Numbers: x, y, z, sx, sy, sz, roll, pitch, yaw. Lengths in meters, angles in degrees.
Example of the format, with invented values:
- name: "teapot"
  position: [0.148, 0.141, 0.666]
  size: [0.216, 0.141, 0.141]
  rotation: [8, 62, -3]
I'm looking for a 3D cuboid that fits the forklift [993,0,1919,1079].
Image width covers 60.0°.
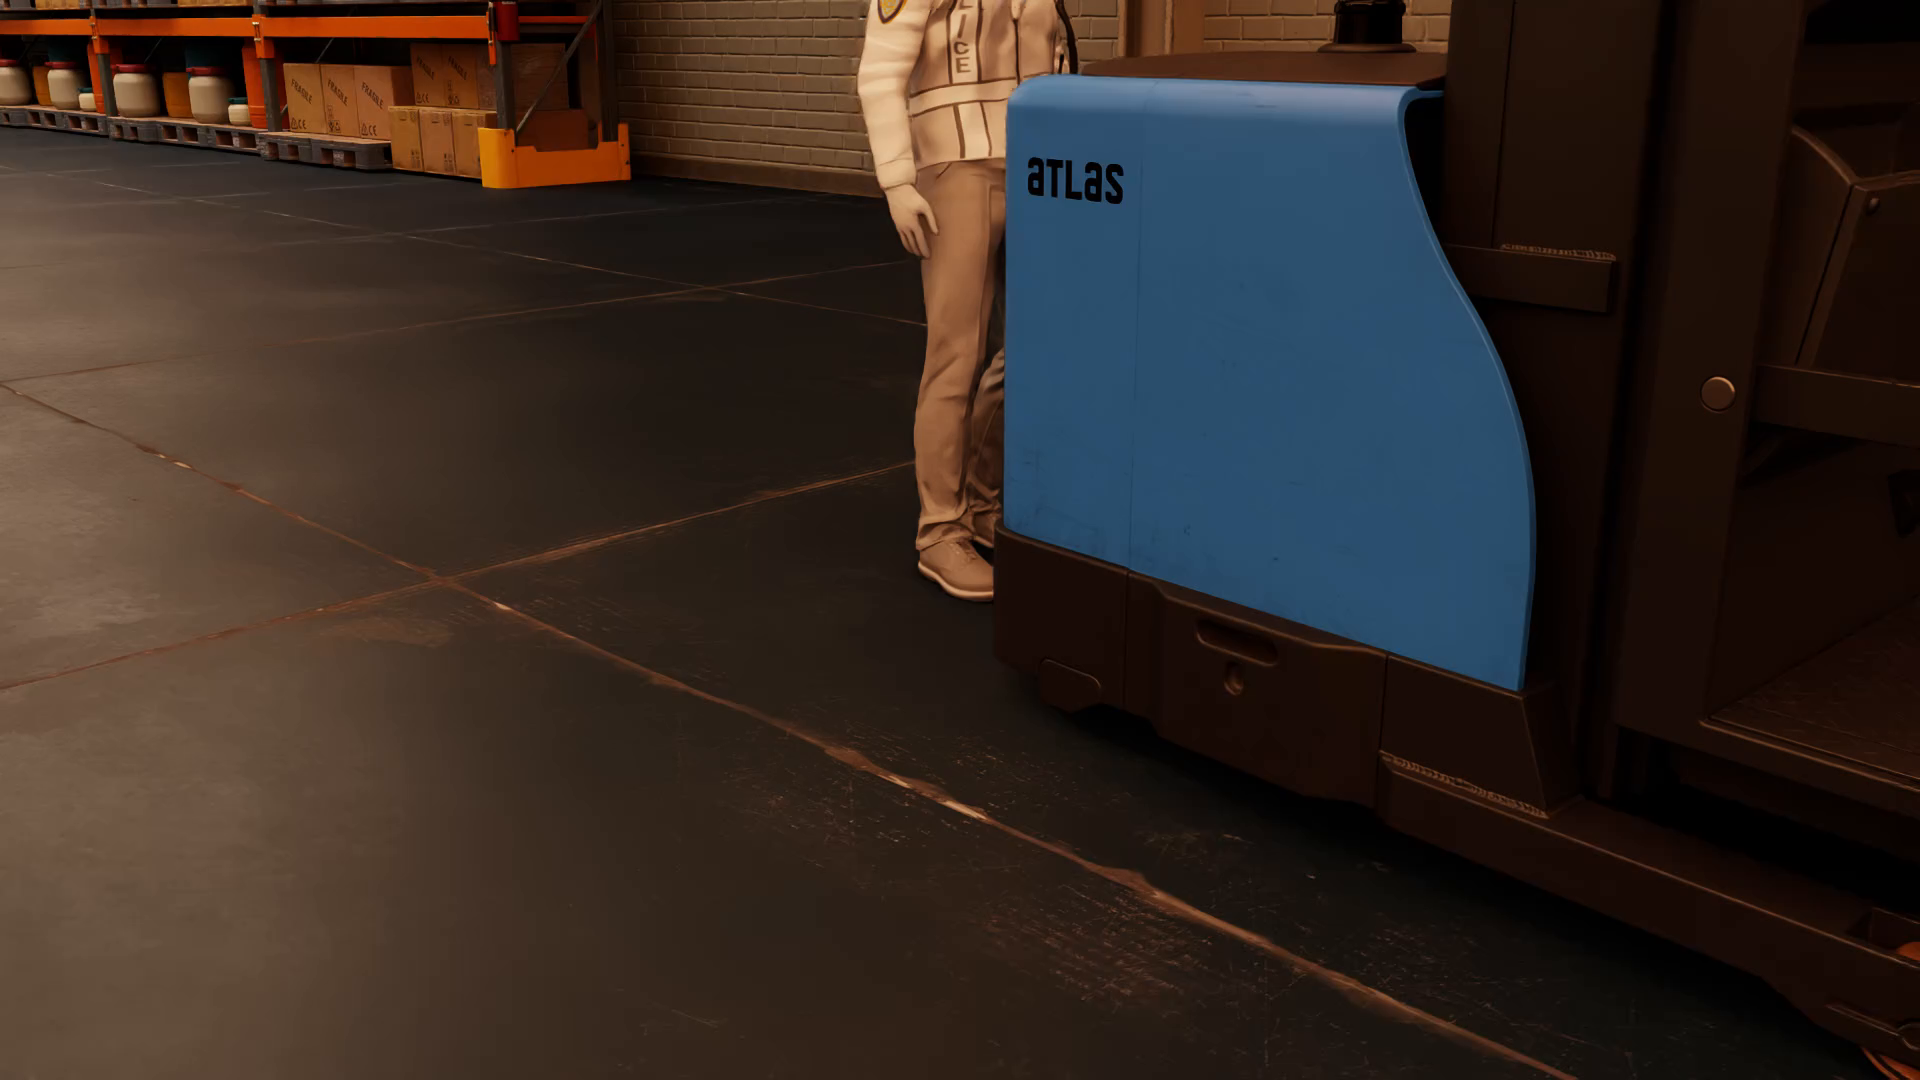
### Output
- name: "forklift"
  position: [1.416, -0.903, 1.848]
  size: [1.130, 2.935, 3.031]
  rotation: [-15, 22, -40]

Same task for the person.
- name: "person"
  position: [0.103, -0.762, 3.572]
  size: [0.617, 1.679, 0.538]
  rotation: [-14, 22, -39]
